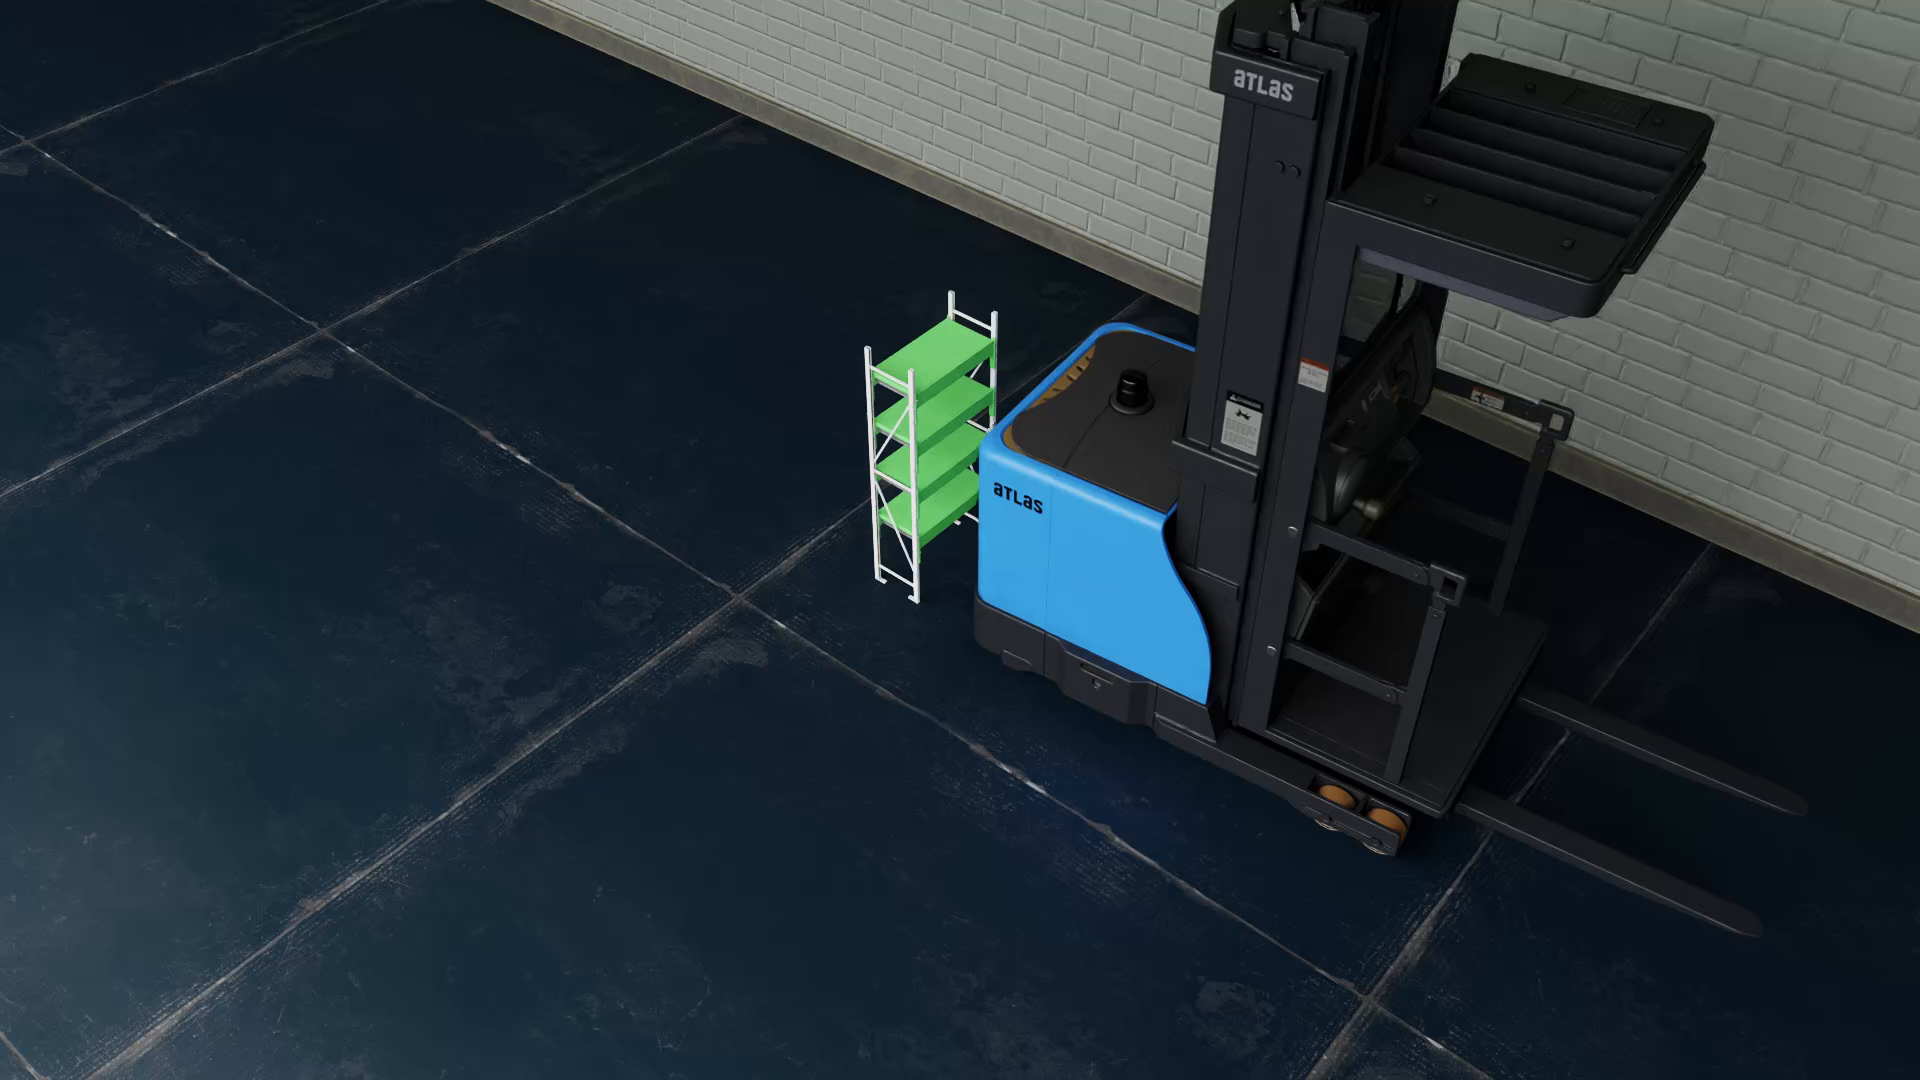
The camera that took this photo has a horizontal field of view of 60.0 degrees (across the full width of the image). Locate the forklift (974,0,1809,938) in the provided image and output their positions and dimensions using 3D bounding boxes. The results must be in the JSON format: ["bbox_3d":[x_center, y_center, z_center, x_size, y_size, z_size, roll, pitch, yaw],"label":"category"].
[{"bbox_3d":[1.564,-0.362,5.469,3.031,2.935,1.130,24,48,24],"label":"forklift"}]

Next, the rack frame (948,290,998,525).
[{"bbox_3d":[0.051,-0.484,6.891,0.240,1.200,0.015,29,50,28],"label":"rack frame"}]

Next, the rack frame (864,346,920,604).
[{"bbox_3d":[-0.264,-0.233,6.614,0.240,1.200,0.015,29,50,28],"label":"rack frame"}]

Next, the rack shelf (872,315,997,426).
[{"bbox_3d":[-0.107,-0.667,6.473,0.258,0.148,0.480,29,50,28],"label":"rack shelf"}]

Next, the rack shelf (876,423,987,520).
[{"bbox_3d":[-0.107,-0.311,6.796,0.258,0.148,0.480,29,50,28],"label":"rack shelf"}]

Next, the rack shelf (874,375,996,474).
[{"bbox_3d":[-0.107,-0.489,6.634,0.258,0.148,0.480,29,50,28],"label":"rack shelf"}]

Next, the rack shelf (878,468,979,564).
[{"bbox_3d":[-0.107,-0.134,6.957,0.258,0.148,0.480,29,50,28],"label":"rack shelf"}]

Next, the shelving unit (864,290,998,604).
[{"bbox_3d":[-0.107,-0.359,6.753,0.258,1.200,0.503,29,50,28],"label":"shelving unit"}]
